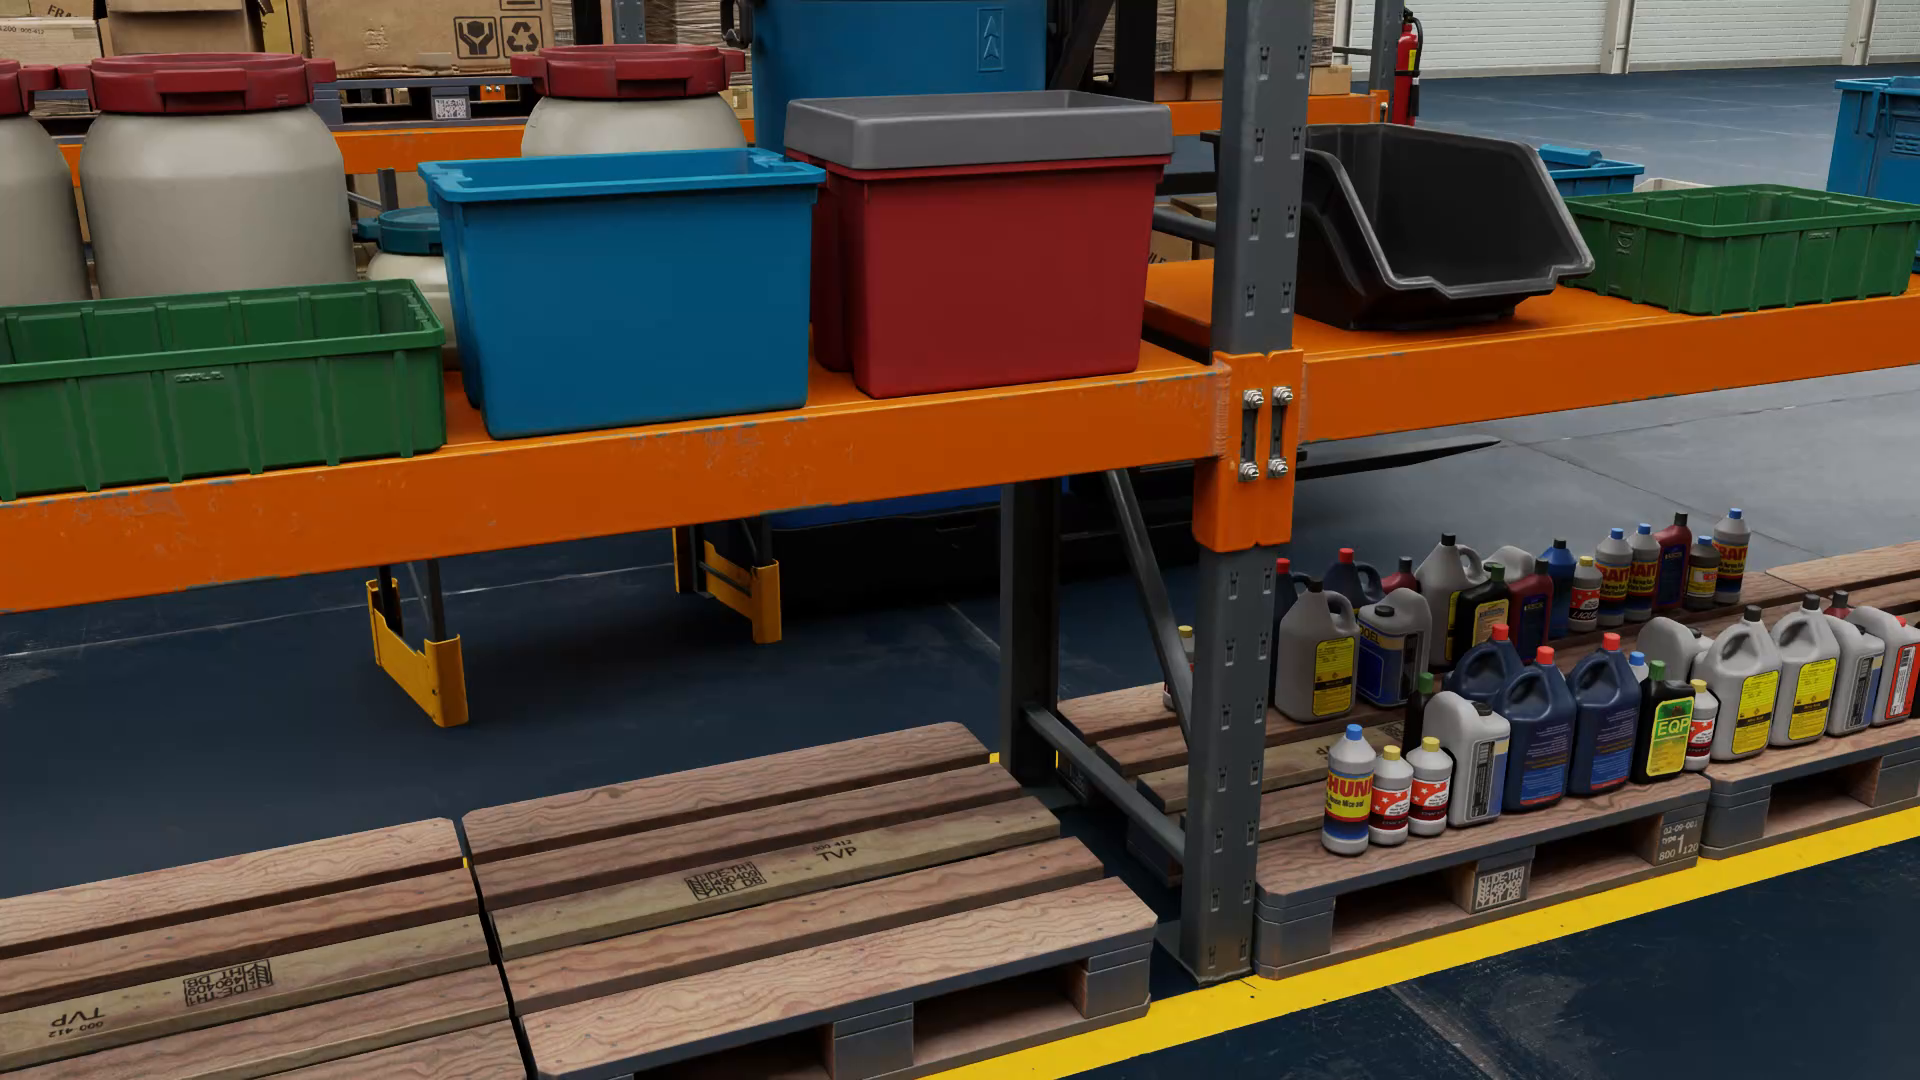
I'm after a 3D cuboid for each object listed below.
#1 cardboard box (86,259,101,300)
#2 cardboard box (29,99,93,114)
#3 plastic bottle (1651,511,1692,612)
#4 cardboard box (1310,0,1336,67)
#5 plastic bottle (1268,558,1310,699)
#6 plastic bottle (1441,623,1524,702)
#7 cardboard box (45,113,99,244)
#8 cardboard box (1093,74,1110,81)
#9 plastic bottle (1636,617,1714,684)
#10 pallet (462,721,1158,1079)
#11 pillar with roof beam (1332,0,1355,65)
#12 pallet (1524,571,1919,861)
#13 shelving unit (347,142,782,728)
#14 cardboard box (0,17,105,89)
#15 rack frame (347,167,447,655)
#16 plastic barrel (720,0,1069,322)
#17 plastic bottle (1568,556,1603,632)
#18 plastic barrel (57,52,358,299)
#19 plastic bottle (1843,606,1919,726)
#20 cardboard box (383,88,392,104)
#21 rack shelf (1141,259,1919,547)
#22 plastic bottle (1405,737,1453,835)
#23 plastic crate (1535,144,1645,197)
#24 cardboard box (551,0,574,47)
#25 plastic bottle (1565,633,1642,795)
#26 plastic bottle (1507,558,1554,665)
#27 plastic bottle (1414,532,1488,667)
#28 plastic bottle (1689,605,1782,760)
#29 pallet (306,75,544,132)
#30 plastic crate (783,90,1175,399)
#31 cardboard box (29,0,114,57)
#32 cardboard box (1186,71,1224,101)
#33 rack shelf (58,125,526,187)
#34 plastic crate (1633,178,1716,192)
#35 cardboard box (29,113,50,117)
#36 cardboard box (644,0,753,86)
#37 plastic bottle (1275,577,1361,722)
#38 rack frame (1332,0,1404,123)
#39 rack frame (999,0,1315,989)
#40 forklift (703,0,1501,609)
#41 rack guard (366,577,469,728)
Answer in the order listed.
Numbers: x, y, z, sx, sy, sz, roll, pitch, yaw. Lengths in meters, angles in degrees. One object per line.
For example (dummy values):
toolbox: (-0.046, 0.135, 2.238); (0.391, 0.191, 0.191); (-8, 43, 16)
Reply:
cardboard box: (-3.655, -0.916, 7.209); (0.500, 0.500, 0.700); (-6, 20, -17)
cardboard box: (-10.601, -5.331, 19.589); (0.625, 0.625, 0.875); (-7, 21, -20)
plastic bottle: (2.020, 0.060, 4.764); (0.133, 0.283, 0.061); (-8, 21, -21)
cardboard box: (1.546, -2.816, 8.904); (0.500, 0.500, 0.875); (-8, 21, -22)
plastic bottle: (0.828, 0.214, 4.225); (0.185, 0.351, 0.144); (-9, 21, -23)
plastic bottle: (1.199, 0.363, 3.801); (0.185, 0.351, 0.144); (-8, 21, -22)
cardboard box: (-5.760, -2.471, 11.279); (0.750, 0.750, 1.050); (-8, 21, -21)
cardboard box: (0.546, -2.244, 8.257); (0.250, 0.149, 0.380); (-8, 21, -22)
plastic bottle: (1.738, 0.319, 4.037); (0.135, 0.276, 0.152); (-8, 21, -22)
pallet: (-0.355, 0.775, 3.504); (1.213, 0.211, 1.003); (-8, 21, -22)
pillar with roof beam: (7.894, -10.506, 22.311); (0.400, 9.000, 9.100); (-8, 21, -22)
pallet: (2.106, 0.422, 4.505); (1.213, 0.211, 1.003); (-8, 21, -22)
shelving unit: (-1.153, -0.373, 4.824); (1.083, 1.500, 0.587); (-14, 23, -34)
cardboard box: (-3.654, -1.917, 6.545); (0.500, 0.250, 0.500); (-9, 21, -23)
rack frame: (-1.558, -0.276, 4.548); (0.032, 1.500, 0.500); (-14, 23, -34)
plastic barrel: (-0.124, -0.934, 3.402); (0.708, 0.901, 0.600); (-8, 21, -22)
plastic bottle: (1.738, 0.145, 4.644); (0.097, 0.201, 0.097); (0, 19, 0)
plastic barrel: (-1.289, -0.564, 2.903); (0.433, 0.535, 0.433); (0, 19, 0)
plastic bottle: (2.268, 0.295, 4.105); (0.135, 0.276, 0.152); (-8, 21, -22)
cardboard box: (-6.931, -5.565, 20.819); (0.500, 0.250, 0.500); (-8, 21, -21)
rack shelf: (2.187, -0.579, 4.234); (4.000, 0.370, 1.077); (-8, 21, -22)
plastic bottle: (1.003, 0.522, 3.575); (0.097, 0.201, 0.097); (0, 19, 0)
plastic crate: (1.259, -0.814, 4.041); (0.616, 0.251, 0.499); (-8, 21, -22)
cardboard box: (-3.149, -3.815, 12.114); (0.550, 0.550, 0.875); (-8, 21, -22)
plastic bottle: (1.429, 0.382, 3.747); (0.185, 0.351, 0.144); (-9, 21, -24)
plastic bottle: (1.494, 0.190, 4.393); (0.133, 0.283, 0.061); (-8, 21, -22)
plastic bottle: (1.300, 0.146, 4.417); (0.185, 0.351, 0.144); (-8, 21, -22)
plastic bottle: (1.820, 0.326, 3.906); (0.185, 0.351, 0.144); (-8, 21, -22)
pallet: (-2.371, -2.019, 7.529); (1.213, 0.211, 1.003); (-8, 21, -22)
plastic crate: (0.027, -0.529, 2.911); (0.583, 0.464, 0.402); (-8, 21, -22)
cardboard box: (-5.708, -3.323, 10.794); (0.500, 0.500, 0.500); (-8, 21, -22)
cardboard box: (1.207, -2.364, 8.597); (0.250, 0.149, 0.380); (-8, 21, -22)
rack shelf: (-3.448, -1.564, 7.029); (4.000, 0.370, 1.077); (-8, 21, -22)
plastic crate: (1.741, -0.822, 4.237); (0.437, 0.136, 0.530); (-8, 21, -22)
cardboard box: (-8.687, -3.692, 15.315); (0.625, 0.372, 0.950); (-10, 22, -26)
cardboard box: (-1.174, -2.394, 7.706); (0.500, 0.500, 0.875); (-8, 21, -22)
plastic bottle: (0.885, 0.258, 4.100); (0.185, 0.351, 0.144); (-8, 21, -22)
rack frame: (2.061, -2.692, 9.152); (0.127, 3.000, 1.000); (-8, 21, -22)
rack frame: (0.350, -0.656, 3.367); (0.127, 3.000, 1.000); (-8, 21, -22)
forklift: (0.580, -1.464, 5.768); (3.031, 2.935, 1.130); (-8, 21, -22)
rack guard: (-1.557, 0.313, 4.757); (0.087, 0.250, 0.587); (-14, 23, -34)
